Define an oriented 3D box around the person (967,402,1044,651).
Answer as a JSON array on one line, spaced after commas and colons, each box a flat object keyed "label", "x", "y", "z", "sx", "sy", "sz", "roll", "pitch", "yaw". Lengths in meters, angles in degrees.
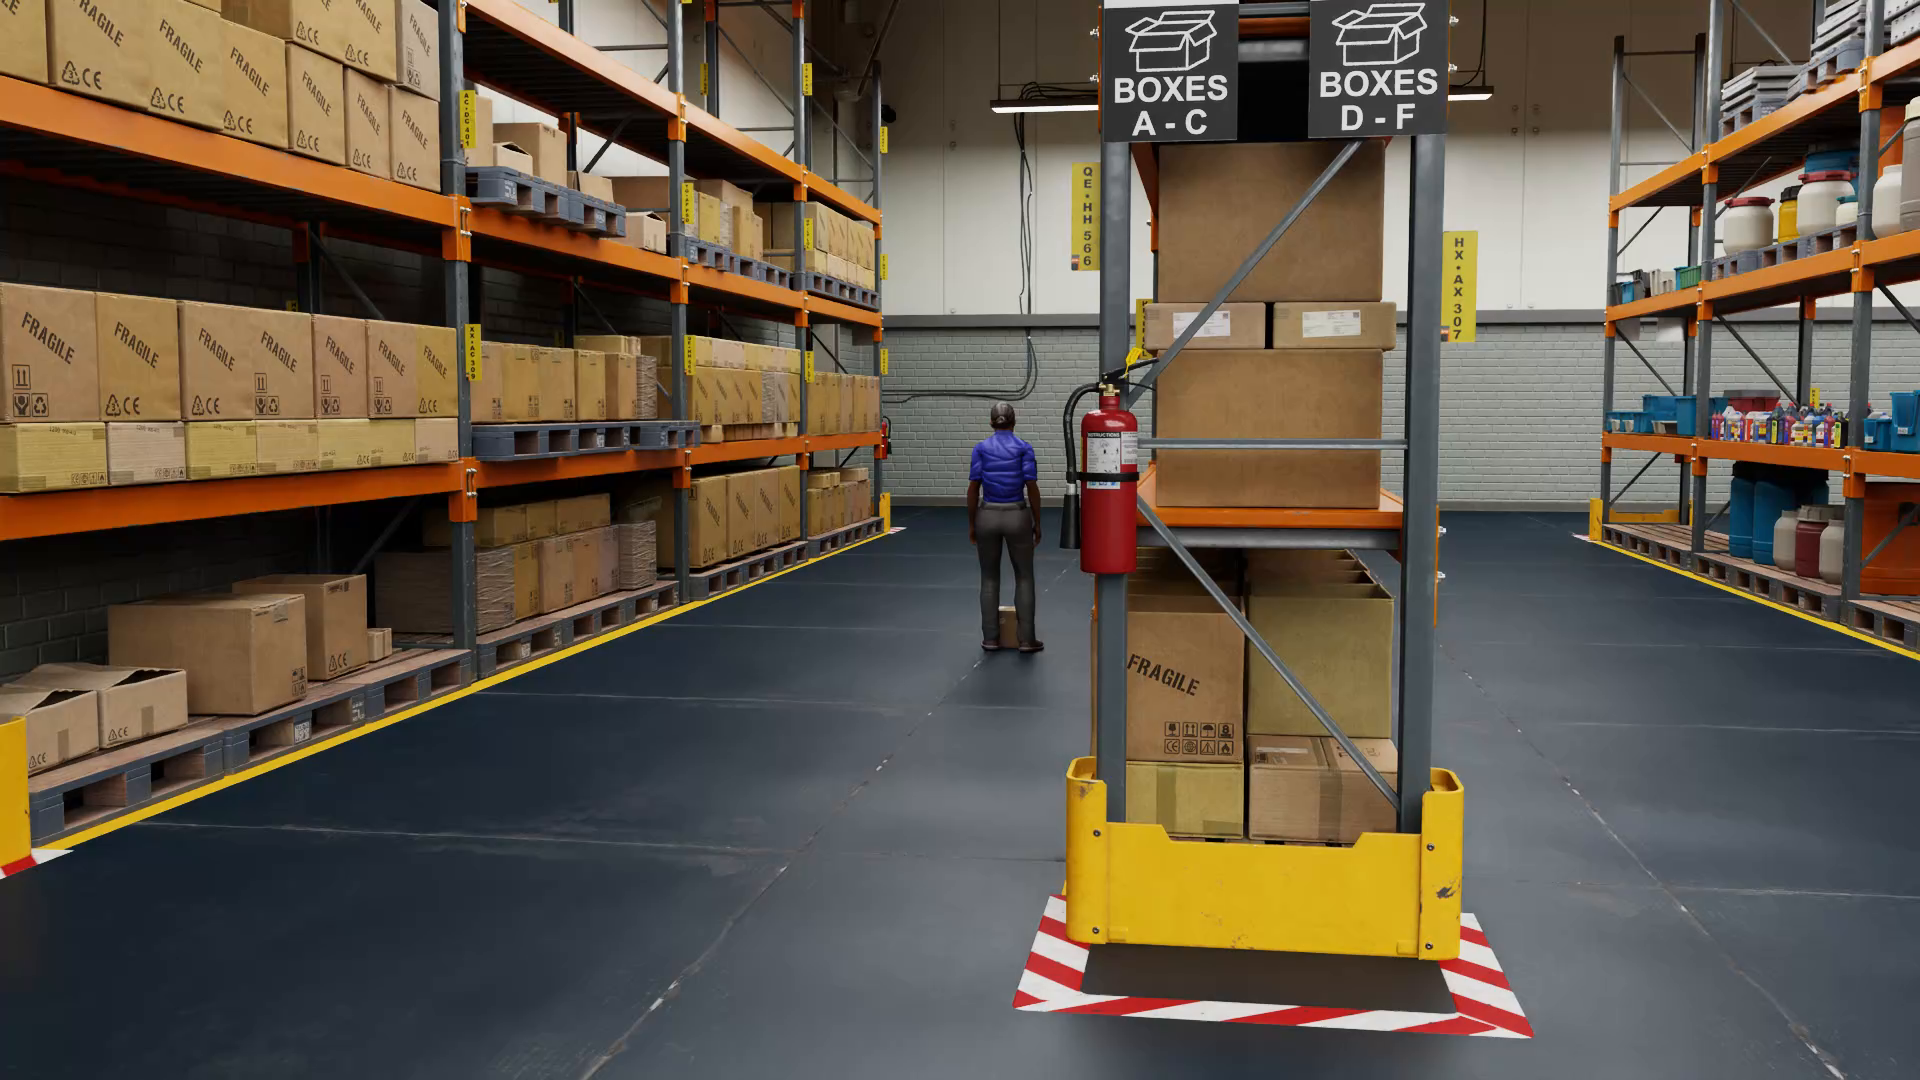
[{"label": "person", "x": 0.305, "y": -0.090, "z": 11.058, "sx": 0.503, "sy": 1.654, "sz": 0.398, "roll": 1, "pitch": 5, "yaw": 9}]
